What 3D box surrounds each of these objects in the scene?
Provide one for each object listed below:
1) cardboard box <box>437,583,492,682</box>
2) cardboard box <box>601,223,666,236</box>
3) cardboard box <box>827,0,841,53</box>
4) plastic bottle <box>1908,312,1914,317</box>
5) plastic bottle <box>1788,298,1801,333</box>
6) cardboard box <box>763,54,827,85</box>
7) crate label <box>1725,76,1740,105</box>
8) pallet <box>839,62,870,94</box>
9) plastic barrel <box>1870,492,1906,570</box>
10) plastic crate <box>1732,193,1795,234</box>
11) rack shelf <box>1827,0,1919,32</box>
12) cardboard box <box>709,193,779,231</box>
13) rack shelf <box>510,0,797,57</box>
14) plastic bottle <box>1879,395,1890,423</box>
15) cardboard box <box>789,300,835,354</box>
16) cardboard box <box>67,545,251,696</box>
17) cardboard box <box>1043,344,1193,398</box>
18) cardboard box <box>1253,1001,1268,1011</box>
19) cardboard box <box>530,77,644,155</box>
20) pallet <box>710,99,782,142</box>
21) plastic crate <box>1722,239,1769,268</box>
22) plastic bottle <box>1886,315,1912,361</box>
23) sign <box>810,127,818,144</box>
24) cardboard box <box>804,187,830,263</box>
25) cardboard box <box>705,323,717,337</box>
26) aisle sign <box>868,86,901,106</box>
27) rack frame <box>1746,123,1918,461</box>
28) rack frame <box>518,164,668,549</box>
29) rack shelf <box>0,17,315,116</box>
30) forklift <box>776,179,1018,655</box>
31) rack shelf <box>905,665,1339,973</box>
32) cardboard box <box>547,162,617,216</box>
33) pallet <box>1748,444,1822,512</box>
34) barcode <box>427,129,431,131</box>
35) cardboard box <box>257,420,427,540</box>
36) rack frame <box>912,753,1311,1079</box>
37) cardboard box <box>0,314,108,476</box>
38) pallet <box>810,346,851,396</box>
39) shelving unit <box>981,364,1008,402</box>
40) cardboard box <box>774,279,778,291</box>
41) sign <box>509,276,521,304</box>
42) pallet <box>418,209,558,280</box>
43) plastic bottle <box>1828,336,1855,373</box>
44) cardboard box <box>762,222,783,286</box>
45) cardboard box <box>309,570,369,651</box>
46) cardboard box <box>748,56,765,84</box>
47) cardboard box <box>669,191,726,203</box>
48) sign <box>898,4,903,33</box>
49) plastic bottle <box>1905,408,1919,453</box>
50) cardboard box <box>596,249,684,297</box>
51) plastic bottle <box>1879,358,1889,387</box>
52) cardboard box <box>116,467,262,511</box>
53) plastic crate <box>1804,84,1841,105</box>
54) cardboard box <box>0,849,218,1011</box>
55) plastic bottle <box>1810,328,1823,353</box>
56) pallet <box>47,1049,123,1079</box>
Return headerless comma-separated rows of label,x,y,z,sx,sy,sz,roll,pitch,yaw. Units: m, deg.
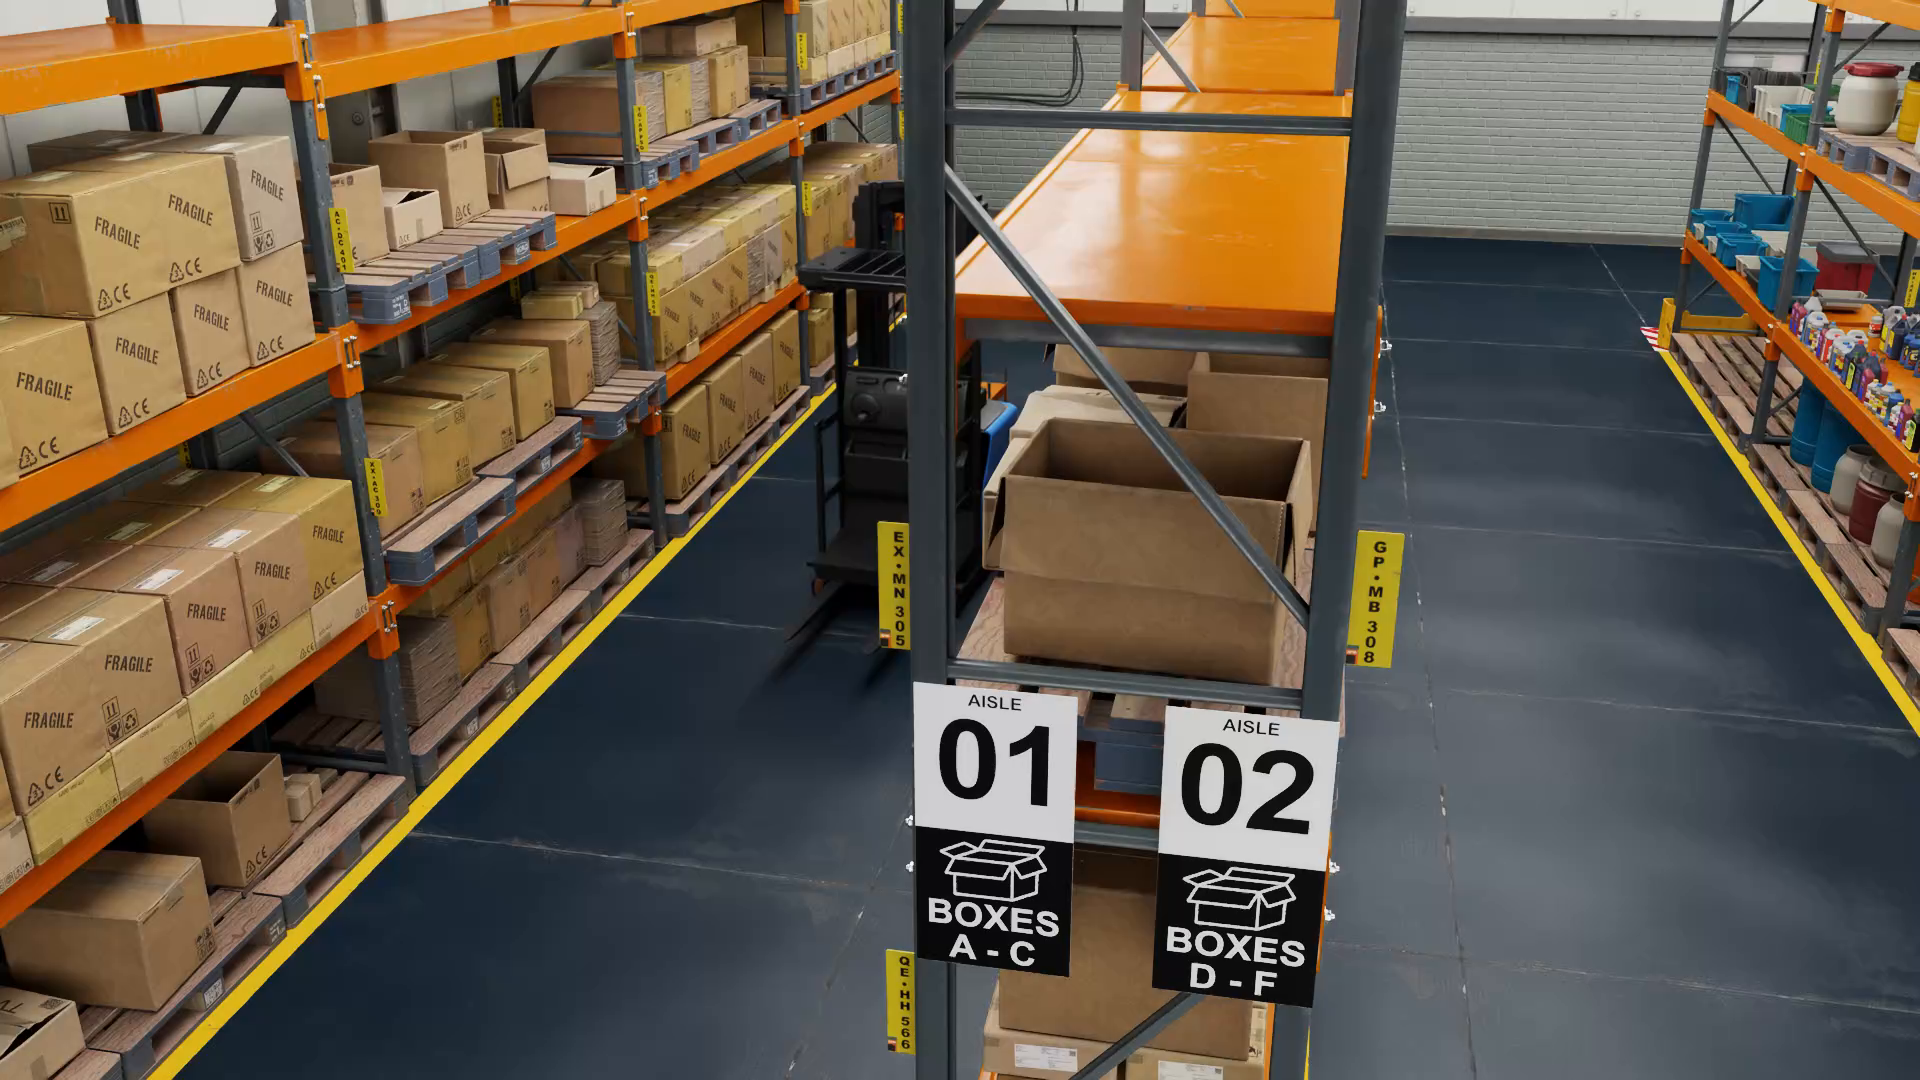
cardboard box,-3.460,0.577,10.664,0.700,0.500,0.500,4,22,10
cardboard box,-2.779,-2.482,13.939,0.500,0.250,0.500,4,22,10
cardboard box,-1.499,-5.180,16.686,0.500,0.500,0.500,4,22,10
plastic bottle,7.914,-1.775,13.902,0.061,0.283,0.133,4,22,11
plastic bottle,7.188,-1.930,14.288,0.061,0.283,0.133,4,22,11
cardboard box,-1.619,-4.637,16.342,0.500,0.250,0.500,4,22,11
crate label,7.992,-4.559,16.841,0.408,0.251,0.502,4,22,11
pallet,-1.590,-4.935,17.695,1.003,0.211,1.213,4,22,11
plastic barrel,6.975,-0.058,12.249,0.421,0.512,0.421,0,22,0
plastic crate,8.611,-3.457,17.793,0.616,0.435,0.499,4,22,11
rack shelf,7.272,-3.618,11.791,1.077,0.370,4.000,4,22,11
cardboard box,-1.977,-3.006,15.240,0.500,0.250,0.500,5,22,12
rack shelf,-2.426,-4.374,13.666,1.077,0.370,4.000,4,22,11
plastic bottle,6.677,-0.944,11.947,0.097,0.201,0.097,0,22,0
cardboard box,-1.659,-2.326,17.897,0.700,0.500,0.500,4,22,10
cardboard box,-3.654,0.360,7.616,0.500,0.500,0.500,4,22,9
cardboard box,0.740,-0.646,6.039,0.797,0.503,0.637,7,23,17
cardboard box,0.726,1.352,4.978,0.380,0.149,0.250,4,22,10
cardboard box,-2.793,-3.199,12.543,0.700,0.500,0.500,3,22,7
pallet,-2.157,-3.805,15.027,0.805,0.209,1.217,4,22,9
plastic crate,7.794,-2.843,16.541,0.416,0.233,0.300,4,22,11
plastic bottle,7.634,-1.646,13.490,0.144,0.351,0.185,4,22,11
sign,-1.744,-4.787,19.960,0.100,0.325,0.005,4,22,11
cardboard box,-1.891,-3.178,16.827,0.980,0.700,0.700,5,22,12
cardboard box,-2.305,-1.847,14.233,0.380,0.149,0.250,5,22,12
aisle sign,-0.894,-5.514,19.549,0.394,0.787,0.004,4,22,11
rack frame,7.680,-2.086,14.518,1.000,3.000,0.127,4,22,11
rack frame,-2.834,-1.378,12.761,1.000,3.000,0.127,4,22,11
rack shelf,-4.059,-1.632,6.327,1.077,0.370,4.000,4,22,11
forklift,-0.457,-0.981,11.867,1.130,2.935,3.031,7,23,16
rack shelf,0.792,0.134,5.952,1.077,0.370,4.000,4,22,11
cardboard box,-2.717,-2.454,11.509,0.500,0.311,0.500,4,22,11
pallet,7.482,-0.514,14.346,1.003,0.211,1.213,4,22,11
barcode,-3.564,-2.721,11.169,0.001,0.075,0.075,4,22,11
cardboard box,-3.513,-0.350,9.484,0.700,0.500,0.500,5,22,11
rack frame,0.383,1.924,4.562,1.000,3.000,0.127,4,22,11
cardboard box,-3.819,-0.584,6.614,0.500,0.500,0.500,6,23,14
pallet,-1.786,-1.820,17.590,1.003,0.211,1.213,4,22,11
shelving unit,0.200,-0.796,13.724,0.258,1.200,0.503,7,23,16
cardboard box,-1.935,-2.404,15.616,0.380,0.149,0.250,5,23,13
sign,-3.378,-1.957,12.647,0.100,0.325,0.005,4,22,11
pallet,-3.212,-1.817,10.086,1.213,0.211,1.003,4,22,11
plastic bottle,6.977,-1.465,13.142,0.152,0.276,0.135,4,22,11
cardboard box,-1.960,-2.660,15.383,0.500,0.500,0.500,5,22,11
cardboard box,-3.450,0.341,8.666,0.500,0.250,0.500,5,22,11
cardboard box,-2.108,-4.673,16.430,0.500,0.250,0.500,5,22,11
cardboard box,-2.467,-3.043,15.331,0.500,0.250,0.500,5,22,12
sign,-0.674,-6.023,19.199,0.100,0.325,0.005,4,22,11
plastic bottle,6.529,-0.750,11.356,0.061,0.283,0.133,4,22,11
cardboard box,-2.483,-2.077,12.933,0.500,0.250,0.500,5,22,12
plastic bottle,6.941,-1.224,12.534,0.061,0.283,0.133,4,22,11
cardboard box,-3.951,-0.047,8.626,0.500,0.500,0.500,4,22,10
plastic crate,8.575,-4.460,16.680,0.450,0.188,0.336,4,22,11
cardboard box,-3.923,1.784,7.667,0.700,0.500,0.500,3,22,8
plastic bottle,7.068,-1.644,13.686,0.097,0.201,0.097,0,22,0
pallet,-4.251,2.519,6.818,1.003,0.211,1.213,4,22,11
